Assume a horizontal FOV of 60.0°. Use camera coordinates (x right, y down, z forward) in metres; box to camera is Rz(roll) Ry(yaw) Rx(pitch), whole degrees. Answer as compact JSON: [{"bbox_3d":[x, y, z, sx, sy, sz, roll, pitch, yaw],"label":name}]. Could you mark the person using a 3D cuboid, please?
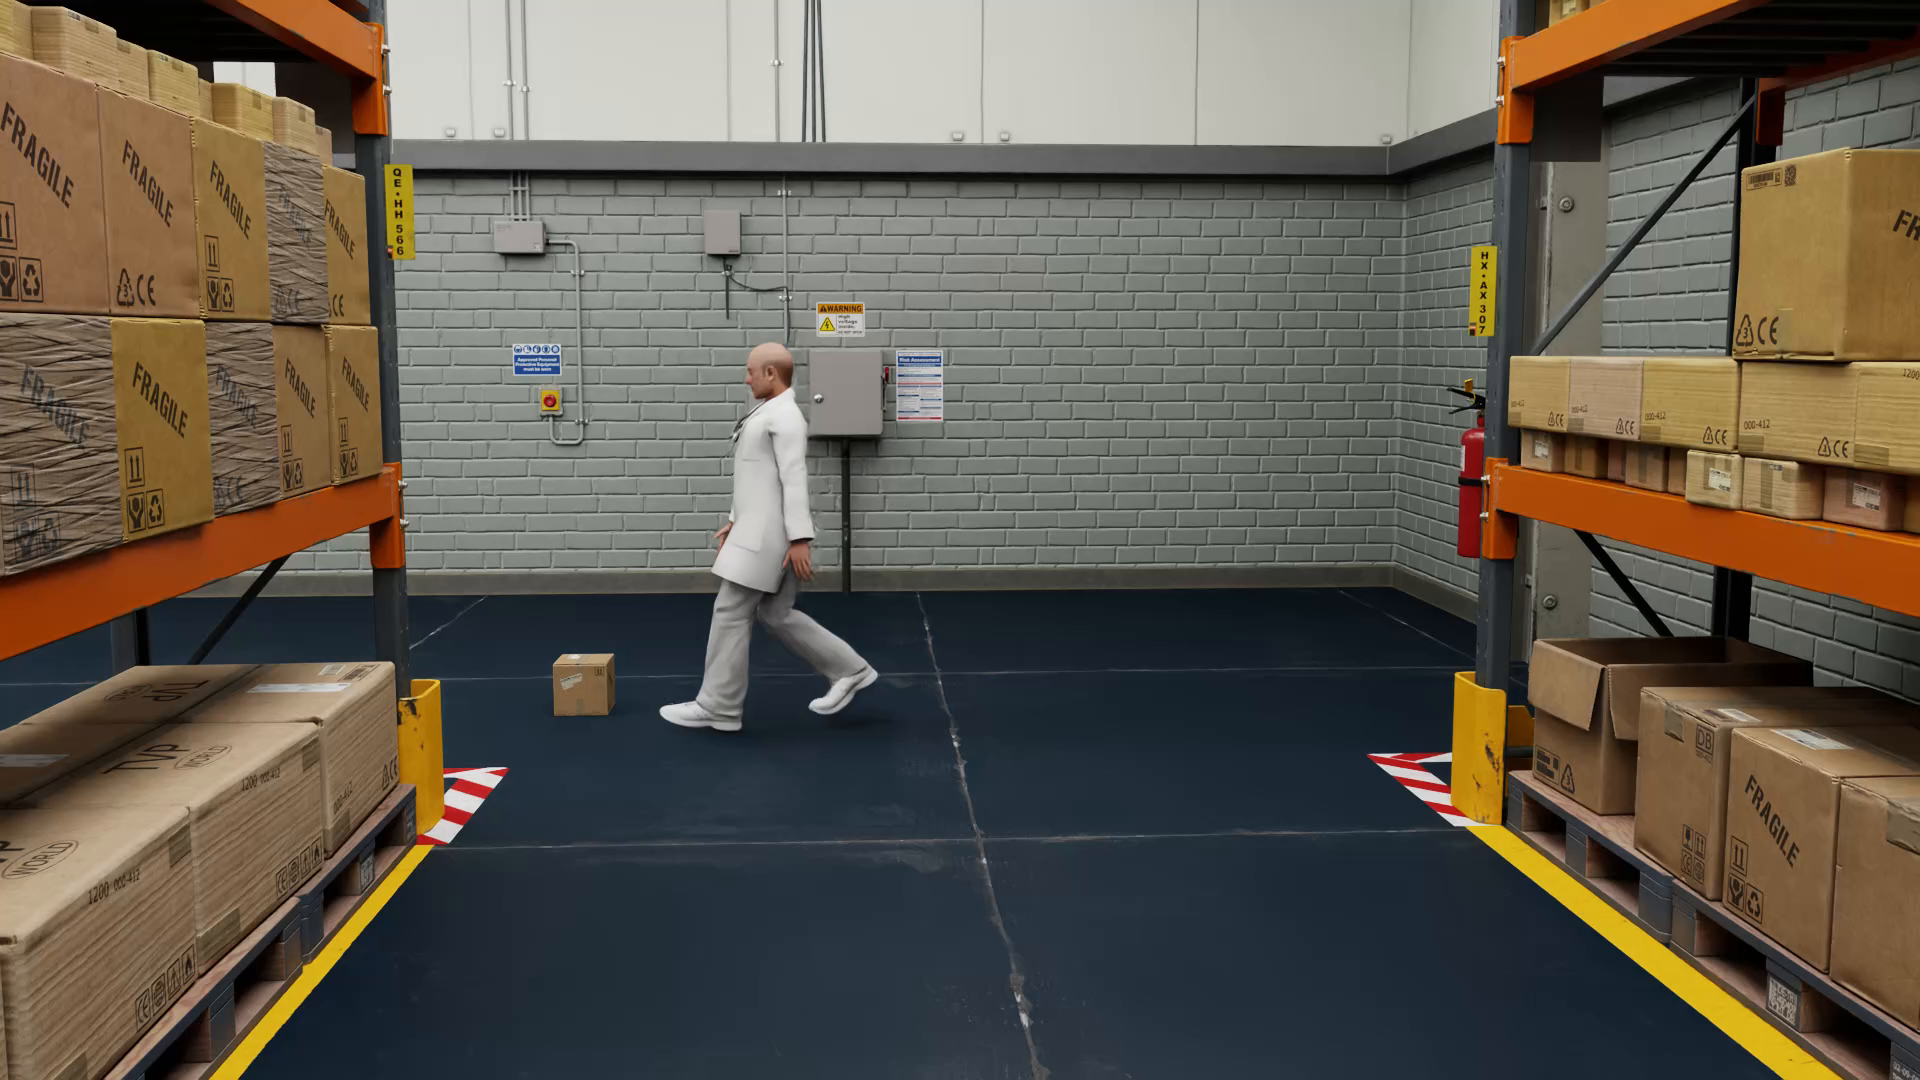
[{"bbox_3d":[-0.867,-0.020,7.548,0.982,1.744,0.629,0,7,-1],"label":"person"}]
